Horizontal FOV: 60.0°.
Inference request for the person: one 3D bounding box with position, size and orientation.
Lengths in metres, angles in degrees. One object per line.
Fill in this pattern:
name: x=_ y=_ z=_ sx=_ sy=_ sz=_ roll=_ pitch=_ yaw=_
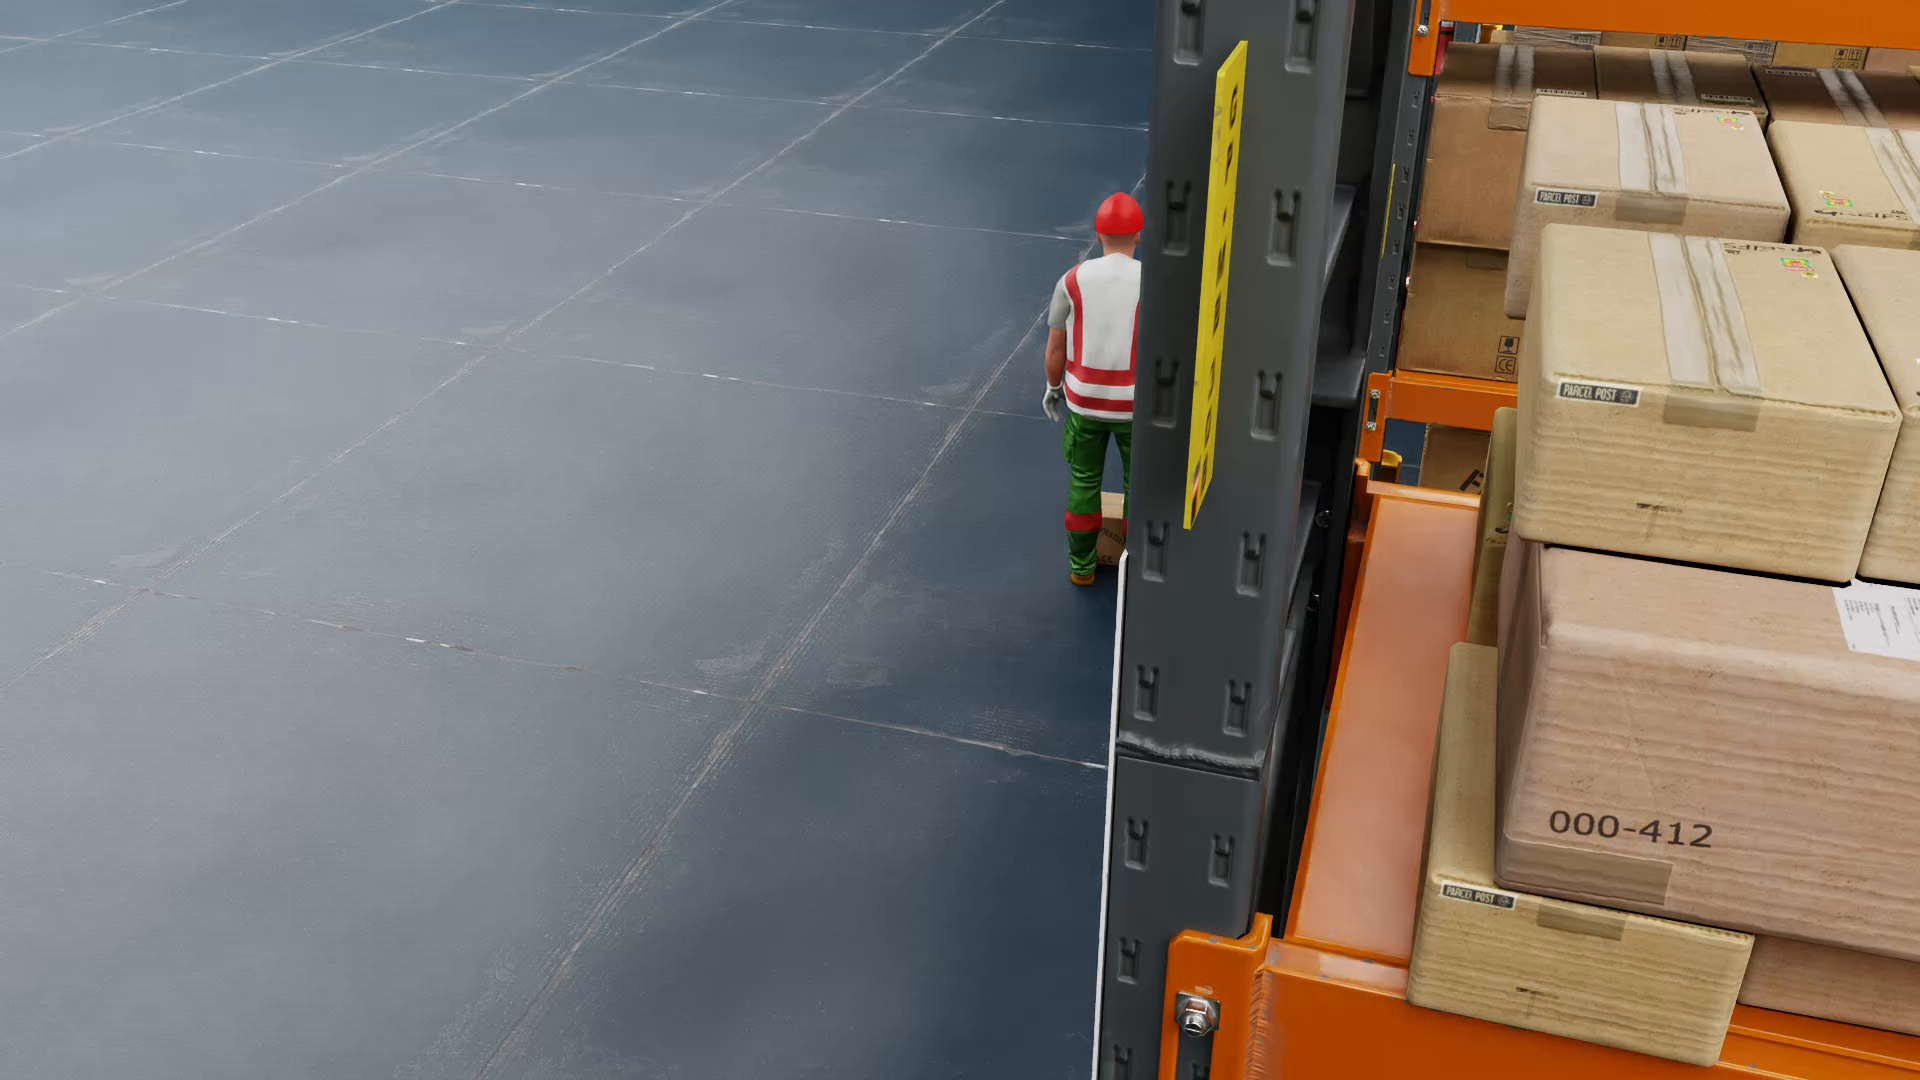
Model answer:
person: x=0.667 y=-0.615 z=7.221 sx=0.623 sy=1.780 sz=0.449 roll=7 pitch=30 yaw=13
